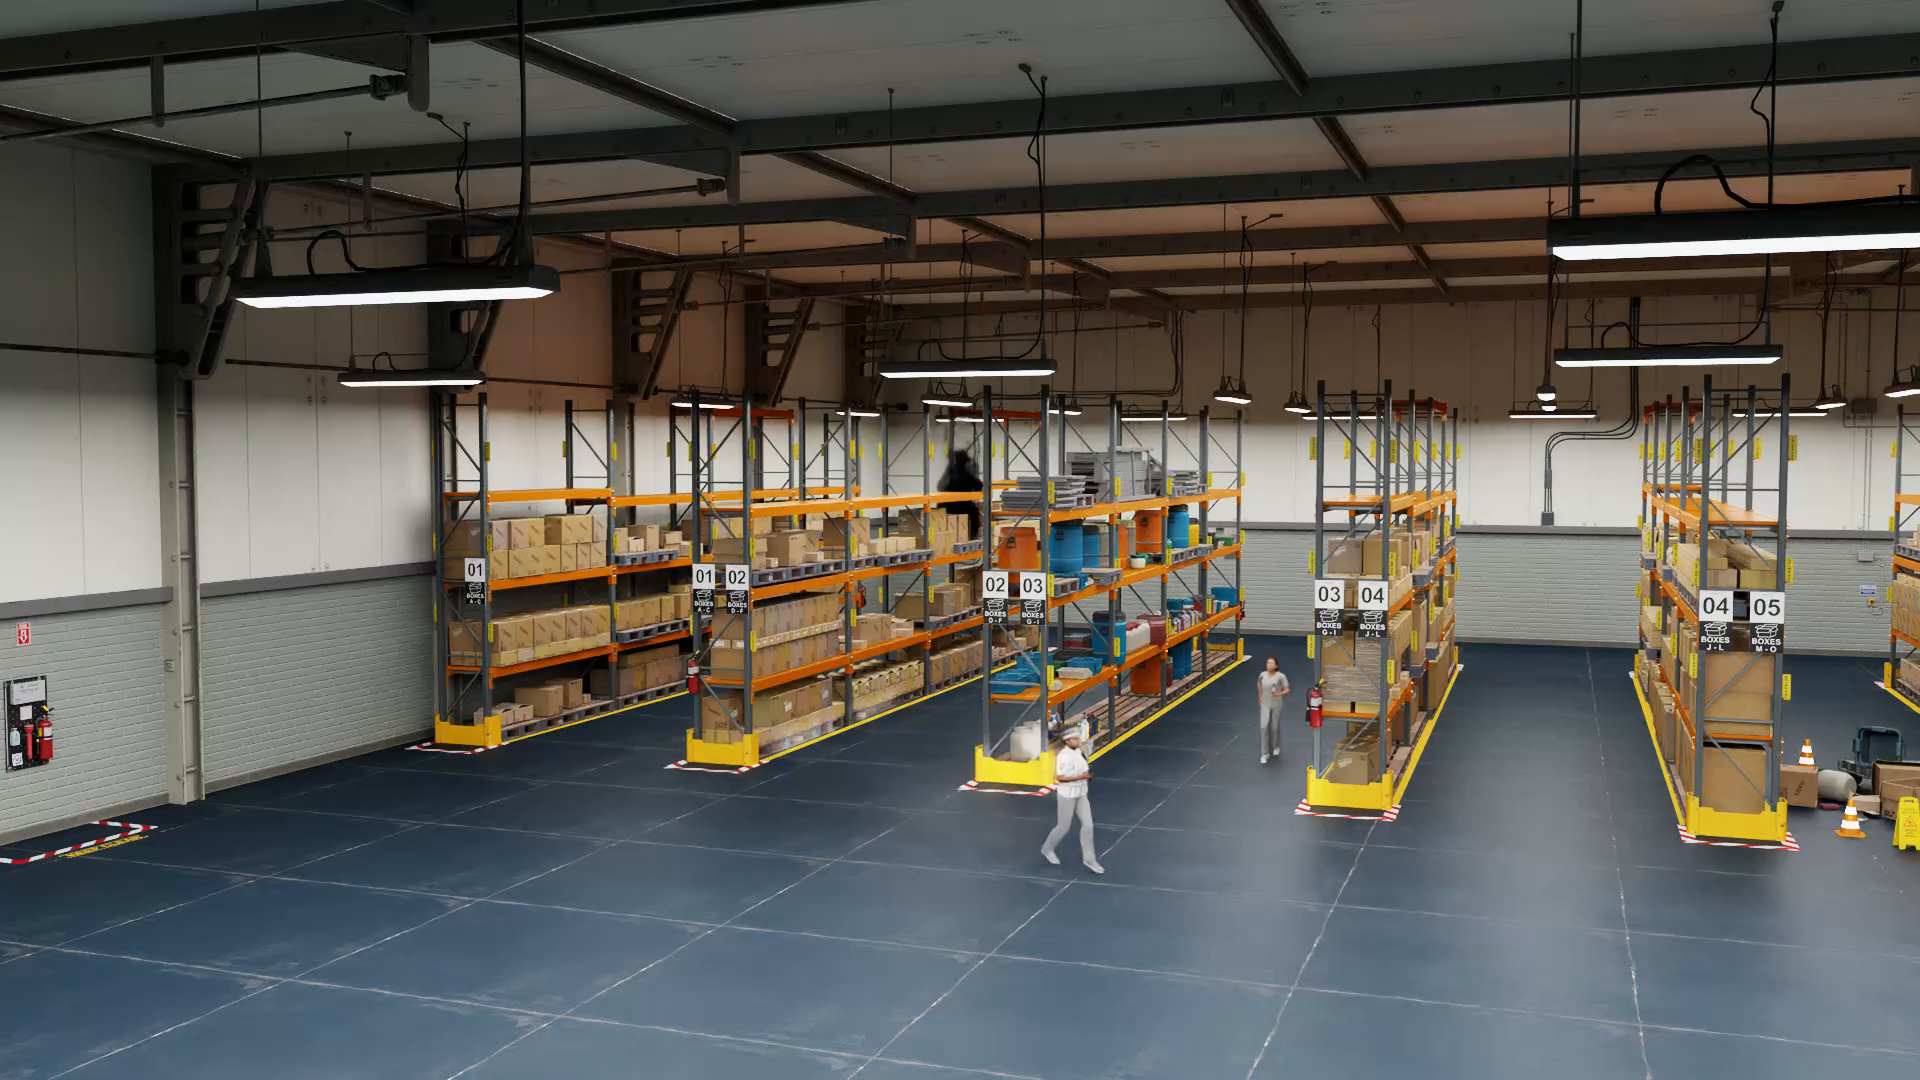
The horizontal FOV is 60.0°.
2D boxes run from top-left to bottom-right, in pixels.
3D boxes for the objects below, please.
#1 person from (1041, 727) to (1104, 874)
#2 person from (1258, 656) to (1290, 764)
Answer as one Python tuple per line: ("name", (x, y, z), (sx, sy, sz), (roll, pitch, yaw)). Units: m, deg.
("person", (1.338, 3.073, 19.836), (0.850, 1.719, 0.570), (3, 4, 42))
("person", (5.074, 2.728, 26.959), (0.559, 1.703, 0.839), (1, 3, 21))
